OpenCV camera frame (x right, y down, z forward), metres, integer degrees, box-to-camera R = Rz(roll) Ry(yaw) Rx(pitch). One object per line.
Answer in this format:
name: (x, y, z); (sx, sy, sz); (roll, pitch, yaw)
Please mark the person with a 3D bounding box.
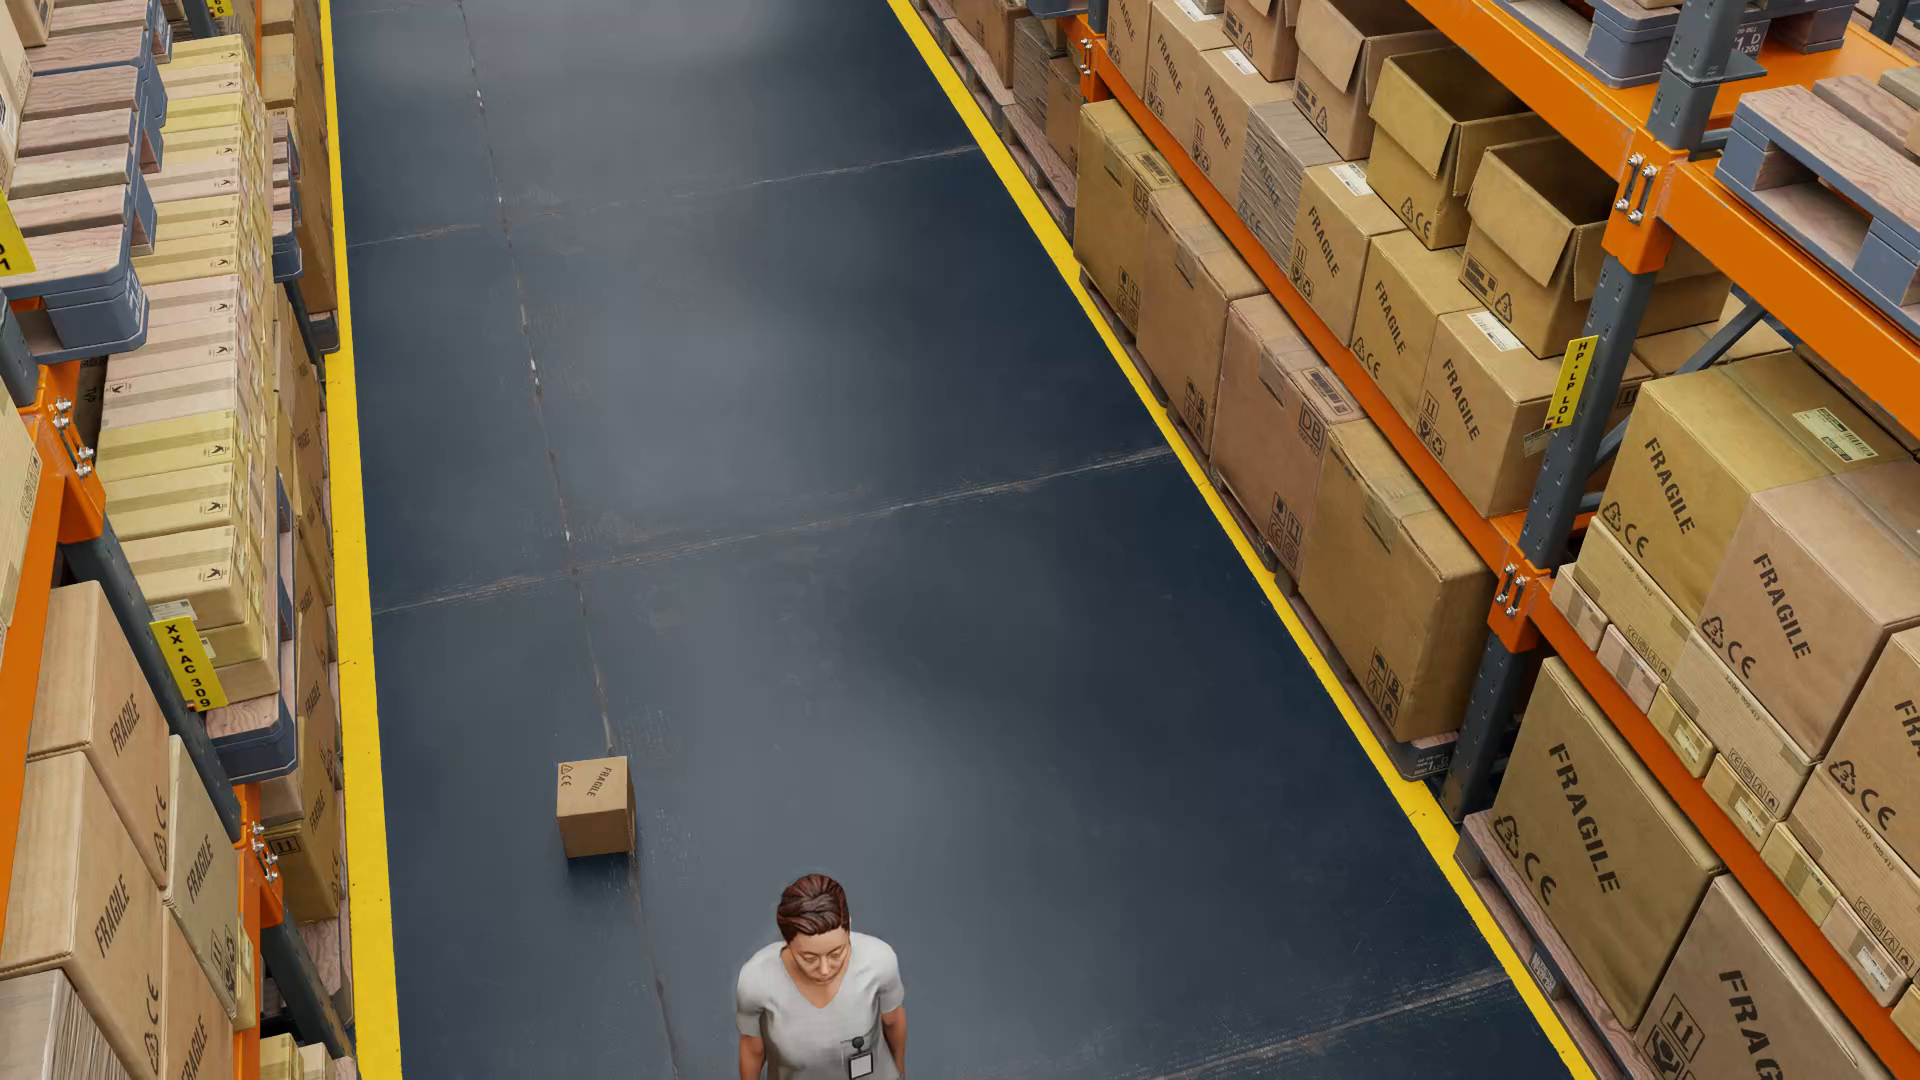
person: (-0.372, 1.461, 4.545); (0.466, 1.633, 0.672); (-5, 43, -6)
